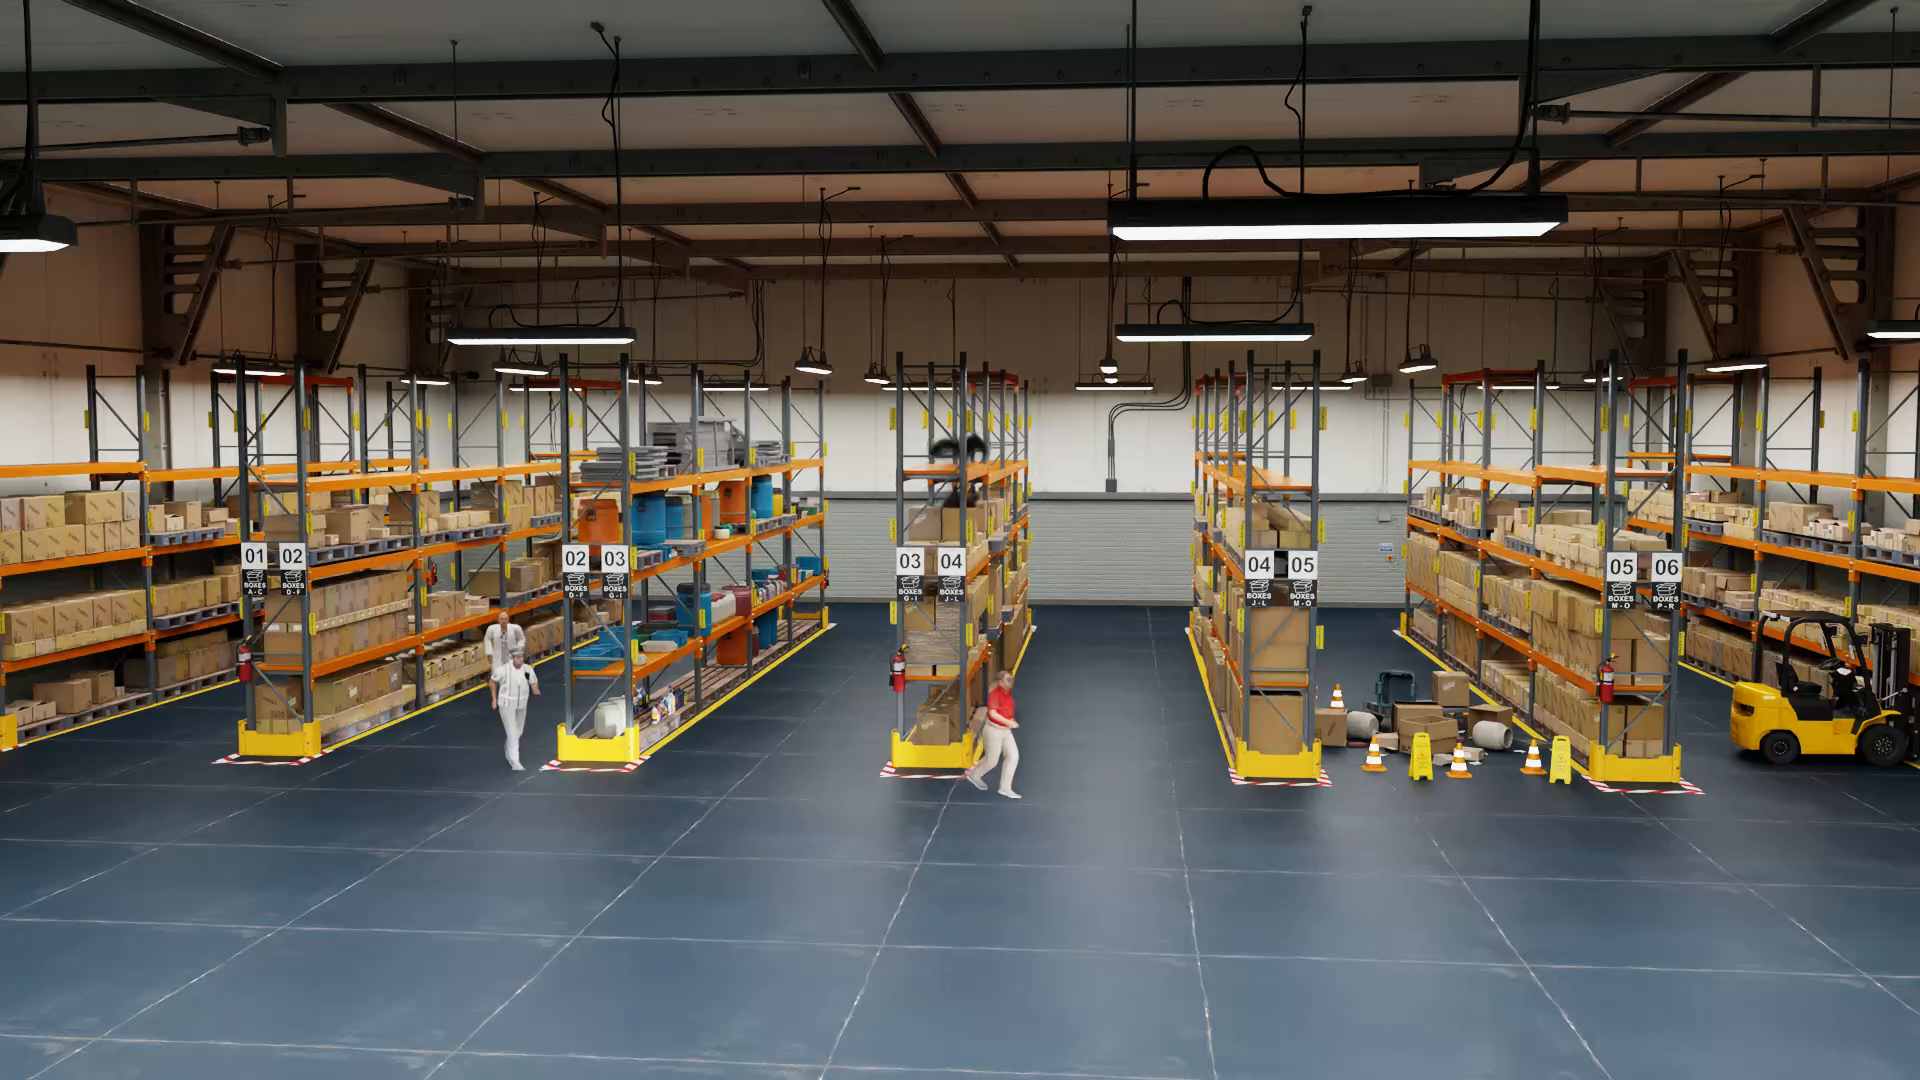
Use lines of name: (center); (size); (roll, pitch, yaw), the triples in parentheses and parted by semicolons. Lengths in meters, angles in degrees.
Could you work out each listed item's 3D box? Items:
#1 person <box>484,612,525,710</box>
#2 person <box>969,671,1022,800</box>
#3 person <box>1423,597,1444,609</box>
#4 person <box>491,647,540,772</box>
person: (-7.923, 2.090, 28.921); (0.681, 1.701, 0.656); (-1, 4, -14)
person: (0.454, 2.589, 22.163); (0.802, 1.714, 0.637); (3, 5, 33)
person: (11.815, 1.238, 41.424); (0.793, 1.627, 0.583); (0, 4, -4)
person: (-6.427, 2.428, 24.072); (0.642, 1.802, 1.016); (-3, 5, -35)
